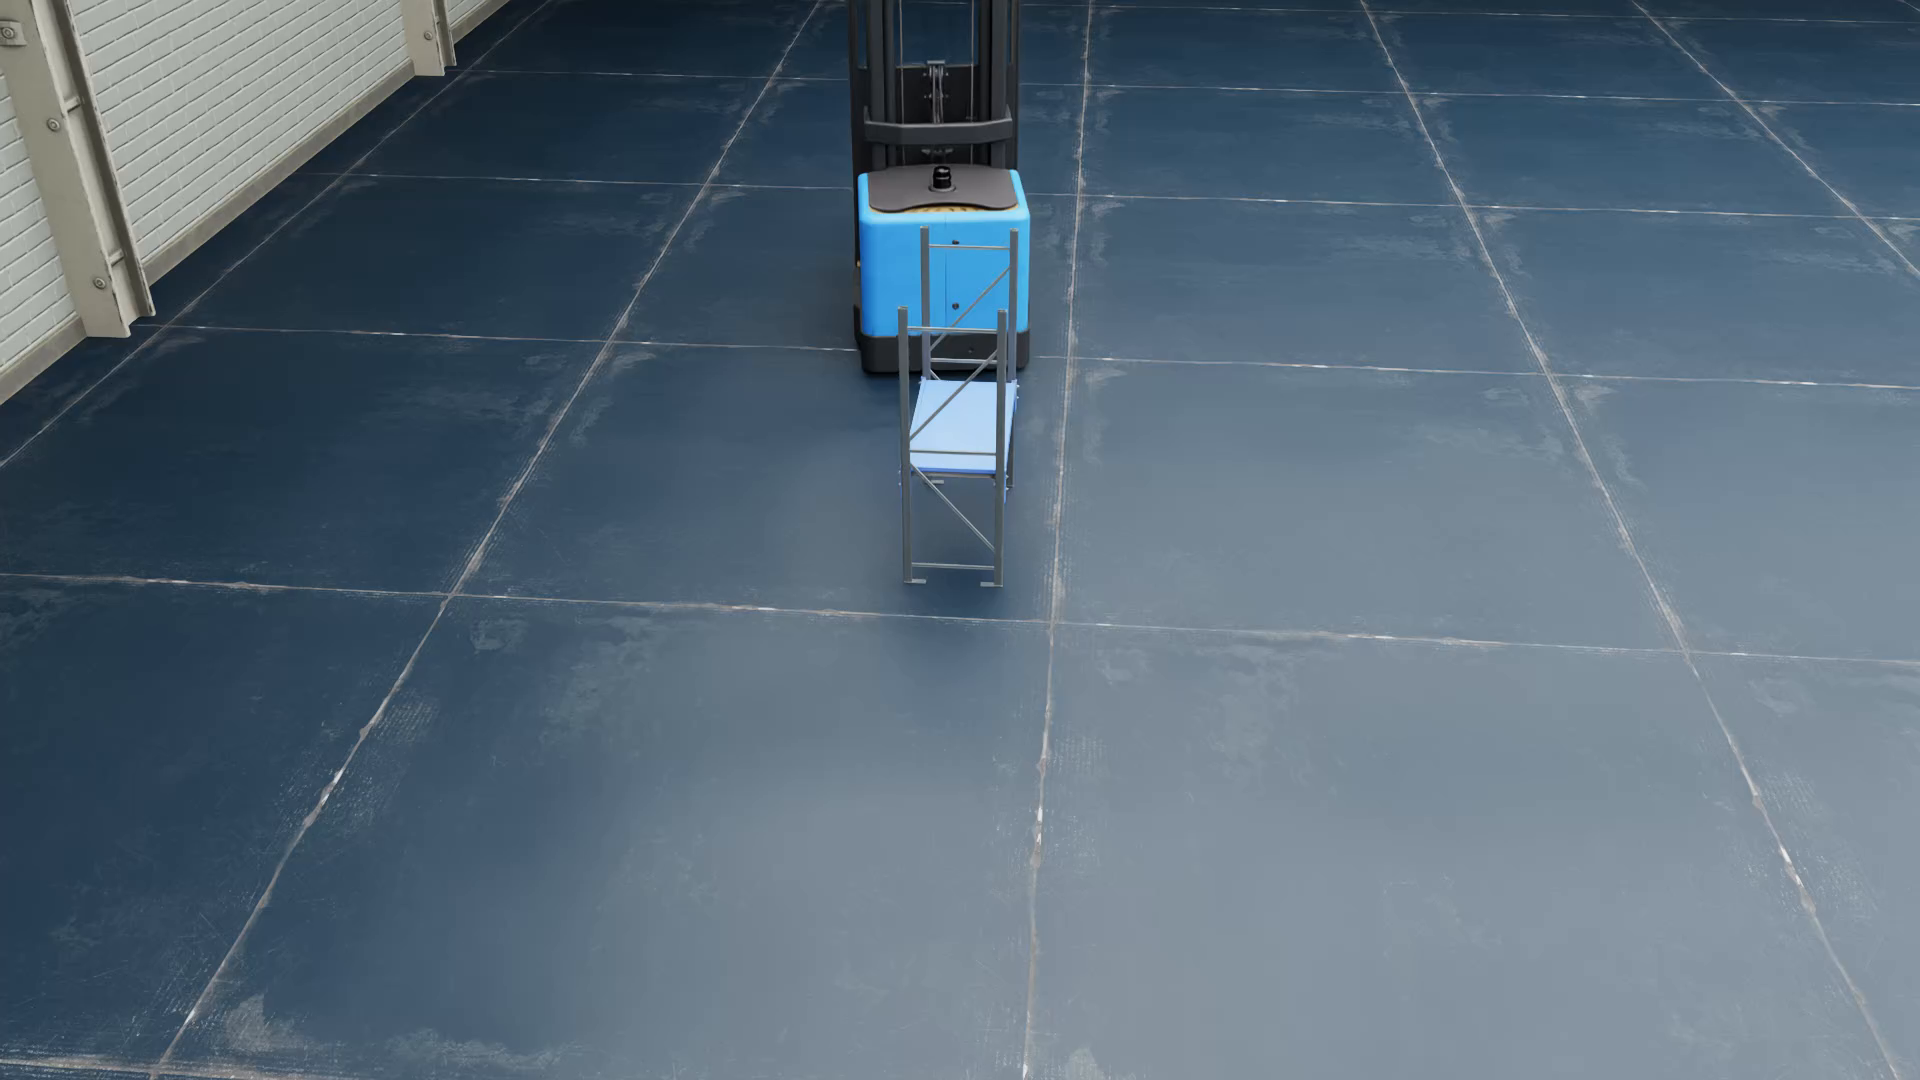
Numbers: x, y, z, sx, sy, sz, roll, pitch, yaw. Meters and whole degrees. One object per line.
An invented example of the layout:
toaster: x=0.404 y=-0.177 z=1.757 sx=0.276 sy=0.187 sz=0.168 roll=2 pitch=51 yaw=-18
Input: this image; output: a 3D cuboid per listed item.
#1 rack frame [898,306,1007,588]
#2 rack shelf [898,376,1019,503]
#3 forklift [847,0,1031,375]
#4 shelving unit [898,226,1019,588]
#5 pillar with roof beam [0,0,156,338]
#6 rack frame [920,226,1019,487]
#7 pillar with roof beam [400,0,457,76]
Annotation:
rack frame: x=-0.034 y=-0.417 z=7.998 sx=0.500 sy=1.500 sz=0.032 roll=2 pitch=32 yaw=4
rack shelf: x=0.007 y=-0.530 z=8.523 sx=0.538 sy=0.185 sz=1.000 roll=2 pitch=32 yaw=4
forklift: x=-0.179 y=-3.014 z=10.848 sx=1.130 sy=2.935 sz=3.031 roll=-2 pitch=32 yaw=-3
shelving unit: x=0.007 y=-0.683 z=8.429 sx=0.538 sy=1.500 sz=1.048 roll=2 pitch=32 yaw=4
pillar with roof beam: x=-1.309 y=-5.084 z=8.422 sx=9.100 sy=9.000 sz=0.400 roll=2 pitch=32 yaw=4
rack frame: x=0.048 y=-0.949 z=8.860 sx=0.500 sy=1.500 sz=0.032 roll=2 pitch=32 yaw=4
pillar with roof beam: x=-0.821 y=-8.221 z=13.513 sx=9.100 sy=9.000 sz=0.400 roll=2 pitch=32 yaw=4
